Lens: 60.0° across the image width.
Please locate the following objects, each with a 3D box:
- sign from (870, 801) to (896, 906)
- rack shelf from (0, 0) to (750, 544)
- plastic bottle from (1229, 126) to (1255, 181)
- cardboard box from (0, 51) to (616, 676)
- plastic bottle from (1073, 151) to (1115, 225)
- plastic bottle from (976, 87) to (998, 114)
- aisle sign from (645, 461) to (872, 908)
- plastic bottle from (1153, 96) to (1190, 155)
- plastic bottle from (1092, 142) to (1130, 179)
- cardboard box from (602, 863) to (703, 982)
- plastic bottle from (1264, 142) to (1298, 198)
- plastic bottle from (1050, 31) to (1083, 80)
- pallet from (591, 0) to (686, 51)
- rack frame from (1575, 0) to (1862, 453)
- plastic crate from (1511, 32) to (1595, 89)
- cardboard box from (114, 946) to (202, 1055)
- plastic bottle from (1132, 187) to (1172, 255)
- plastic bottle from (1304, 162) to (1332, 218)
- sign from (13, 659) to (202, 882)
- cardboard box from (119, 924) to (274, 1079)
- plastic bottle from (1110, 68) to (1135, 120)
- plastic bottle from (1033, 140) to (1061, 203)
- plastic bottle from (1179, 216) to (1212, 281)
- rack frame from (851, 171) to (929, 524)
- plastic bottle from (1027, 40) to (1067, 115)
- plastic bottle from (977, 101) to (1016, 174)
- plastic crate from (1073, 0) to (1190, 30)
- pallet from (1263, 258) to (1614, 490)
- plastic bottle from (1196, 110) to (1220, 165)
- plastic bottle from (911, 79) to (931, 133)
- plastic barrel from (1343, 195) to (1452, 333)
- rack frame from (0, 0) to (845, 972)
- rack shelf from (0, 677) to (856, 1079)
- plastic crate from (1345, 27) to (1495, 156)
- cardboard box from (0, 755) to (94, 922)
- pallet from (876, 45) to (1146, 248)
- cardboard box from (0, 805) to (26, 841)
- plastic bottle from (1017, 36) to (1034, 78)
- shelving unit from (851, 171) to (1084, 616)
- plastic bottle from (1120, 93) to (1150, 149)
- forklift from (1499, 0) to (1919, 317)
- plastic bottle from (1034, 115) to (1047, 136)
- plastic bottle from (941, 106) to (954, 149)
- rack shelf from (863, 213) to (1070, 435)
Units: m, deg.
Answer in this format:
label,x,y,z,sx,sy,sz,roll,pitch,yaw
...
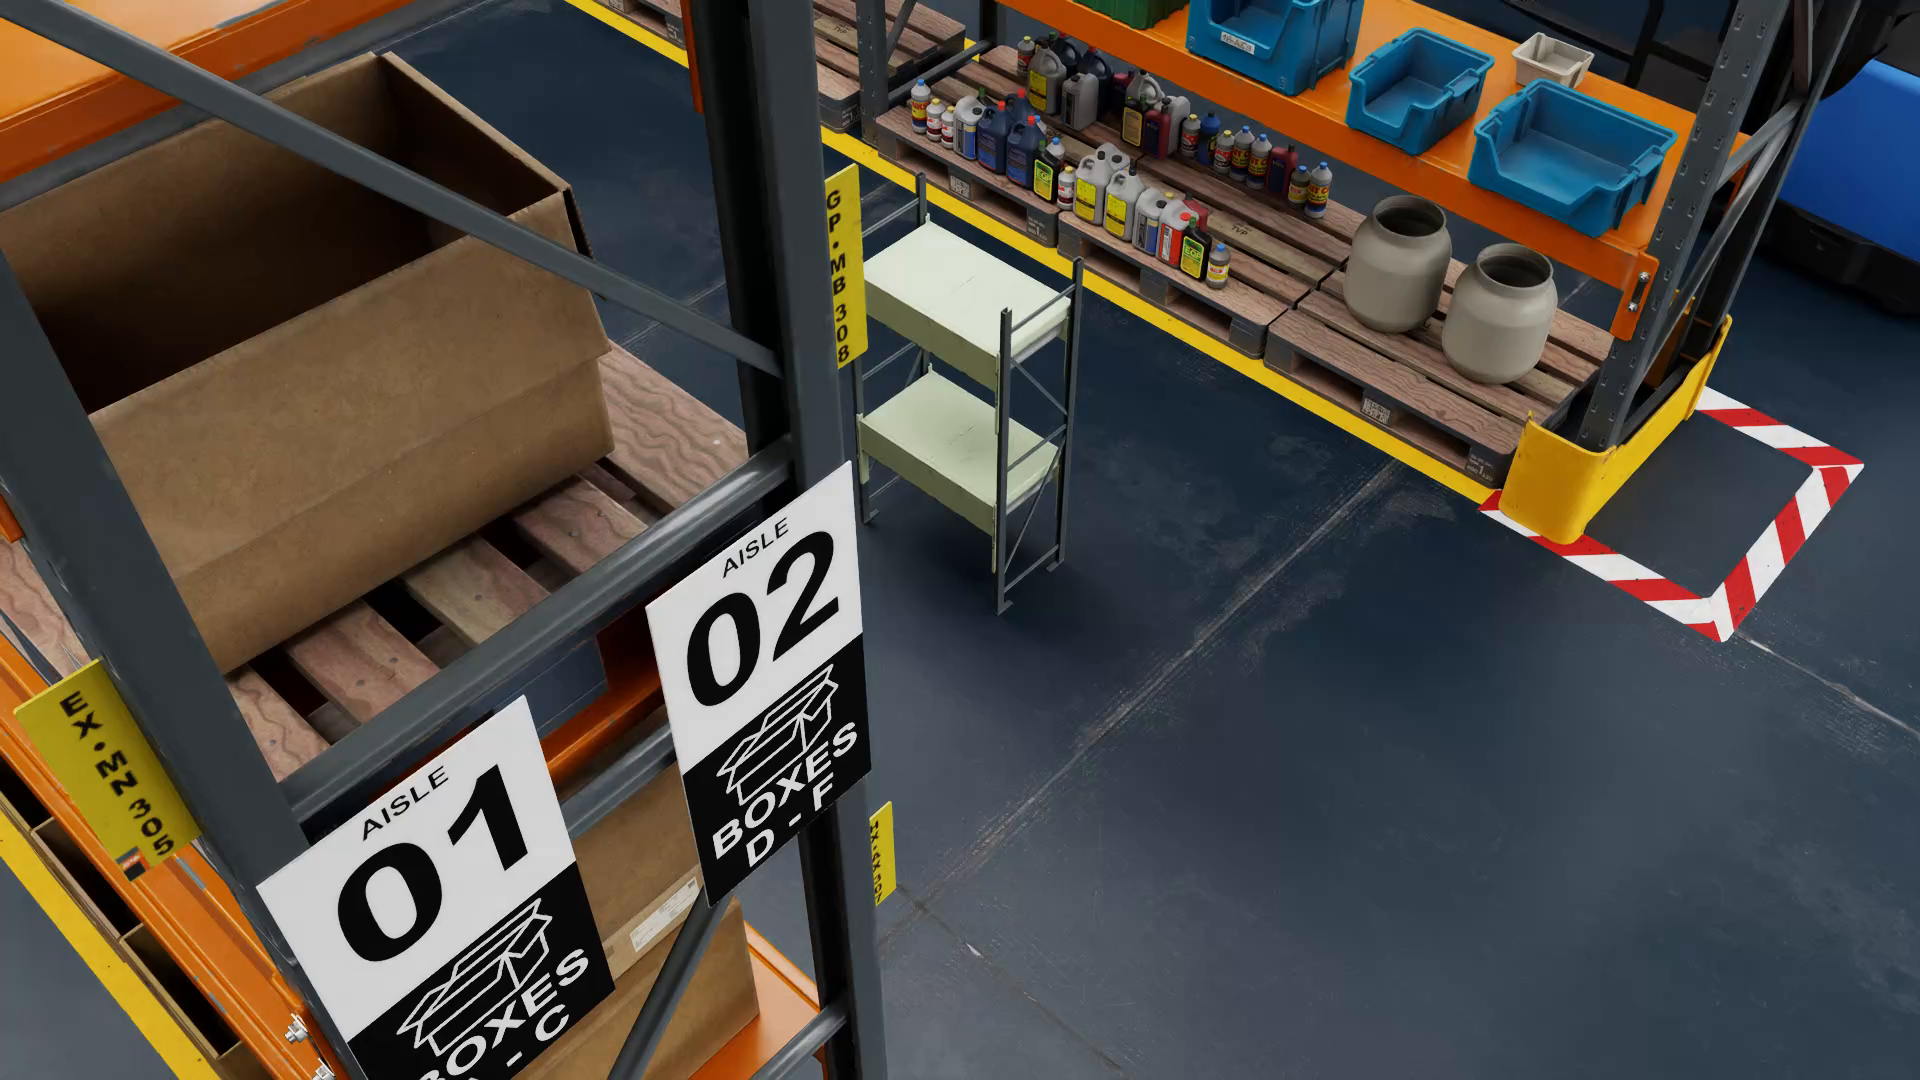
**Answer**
label,x,y,z,sx,sy,sz,roll,pitch,yaw
sign,-0.172,0.661,3.424,0.005,0.325,0.100,34,55,28
rack shelf,-2.023,-1.381,2.641,4.000,0.370,1.077,34,55,28
plastic bottle,1.363,-1.872,8.020,0.097,0.271,0.097,0,47,0
cardboard box,-0.973,-0.262,2.426,0.797,0.503,0.637,-34,56,-28
plastic bottle,0.632,-1.670,7.776,0.185,0.351,0.144,34,55,27
plastic bottle,0.134,-2.091,8.218,0.133,0.283,0.061,34,55,28
aisle sign,-0.297,0.257,2.668,0.004,0.787,0.394,34,55,28
plastic bottle,1.033,-2.068,8.201,0.135,0.276,0.152,35,56,28
plastic bottle,0.714,-1.736,7.889,0.135,0.276,0.152,34,55,28
cardboard box,-0.696,0.713,3.509,0.250,0.149,0.380,34,55,27
plastic bottle,1.534,-1.779,7.924,0.133,0.283,0.061,35,56,28
plastic bottle,0.538,-2.431,8.490,0.185,0.351,0.144,33,55,27
pallet,-1.635,-3.367,9.767,1.213,0.211,1.003,34,55,28
rack frame,2.809,-1.373,5.982,0.127,3.000,1.000,34,55,28
plastic crate,2.370,-1.898,6.655,0.250,0.136,0.298,34,55,28
cardboard box,-2.258,1.234,5.132,0.500,0.250,0.500,34,55,28
plastic bottle,0.893,-1.473,7.642,0.135,0.276,0.152,32,55,27
plastic bottle,1.688,-1.653,7.814,0.097,0.271,0.097,0,47,0
sign,-0.932,0.260,1.838,0.005,0.325,0.100,34,55,28
cardboard box,-1.894,1.227,4.624,0.500,0.500,0.500,34,55,28
plastic bottle,0.827,-2.255,8.371,0.061,0.283,0.133,-35,56,-28
plastic bottle,0.413,-1.753,7.900,0.061,0.283,0.133,-36,56,-29
plastic bottle,1.064,-1.315,7.489,0.133,0.283,0.061,35,56,28
rack frame,-0.264,-0.691,6.370,0.023,1.500,0.400,34,55,28
plastic bottle,0.441,-2.354,8.417,0.185,0.351,0.144,34,55,28
plastic bottle,0.181,-1.973,8.061,0.185,0.351,0.144,35,56,29
plastic crate,0.676,-2.456,7.144,0.662,0.188,0.450,34,55,28
pallet,2.128,-0.836,7.390,1.213,0.211,1.003,34,55,28
plastic bottle,1.214,-1.972,8.114,0.097,0.271,0.097,0,47,0
plastic bottle,-0.194,-2.175,8.304,0.097,0.271,0.097,0,47,0
plastic barrel,1.905,-1.198,7.235,0.421,0.512,0.421,0,47,0
rack frame,-0.553,-0.775,1.305,0.127,3.000,1.000,34,55,28
rack shelf,-2.023,0.536,4.683,4.000,0.370,1.077,34,55,28
plastic crate,1.765,-1.734,6.422,0.408,0.251,0.499,34,55,28
cardboard box,-2.629,0.733,5.088,0.500,0.500,0.500,34,55,28
pallet,0.335,-2.042,8.522,1.213,0.211,1.003,34,55,28
cardboard box,-2.994,0.740,5.596,0.500,0.250,0.500,34,55,28
plastic bottle,0.348,-2.531,8.687,0.097,0.201,0.097,0,47,0
shelving unit,0.005,-0.510,6.200,0.755,1.500,0.431,34,55,28
plastic bottle,0.866,-2.085,8.212,0.133,0.283,0.061,34,55,28
forklift,3.817,-2.975,7.533,1.130,2.935,3.031,-35,56,-28
plastic bottle,0.370,-1.939,8.083,0.097,0.271,0.097,0,47,0
plastic bottle,-0.044,-2.051,8.236,0.097,0.201,0.097,0,47,0
rack shelf,0.005,-0.777,5.916,0.720,0.370,0.431,34,55,28
